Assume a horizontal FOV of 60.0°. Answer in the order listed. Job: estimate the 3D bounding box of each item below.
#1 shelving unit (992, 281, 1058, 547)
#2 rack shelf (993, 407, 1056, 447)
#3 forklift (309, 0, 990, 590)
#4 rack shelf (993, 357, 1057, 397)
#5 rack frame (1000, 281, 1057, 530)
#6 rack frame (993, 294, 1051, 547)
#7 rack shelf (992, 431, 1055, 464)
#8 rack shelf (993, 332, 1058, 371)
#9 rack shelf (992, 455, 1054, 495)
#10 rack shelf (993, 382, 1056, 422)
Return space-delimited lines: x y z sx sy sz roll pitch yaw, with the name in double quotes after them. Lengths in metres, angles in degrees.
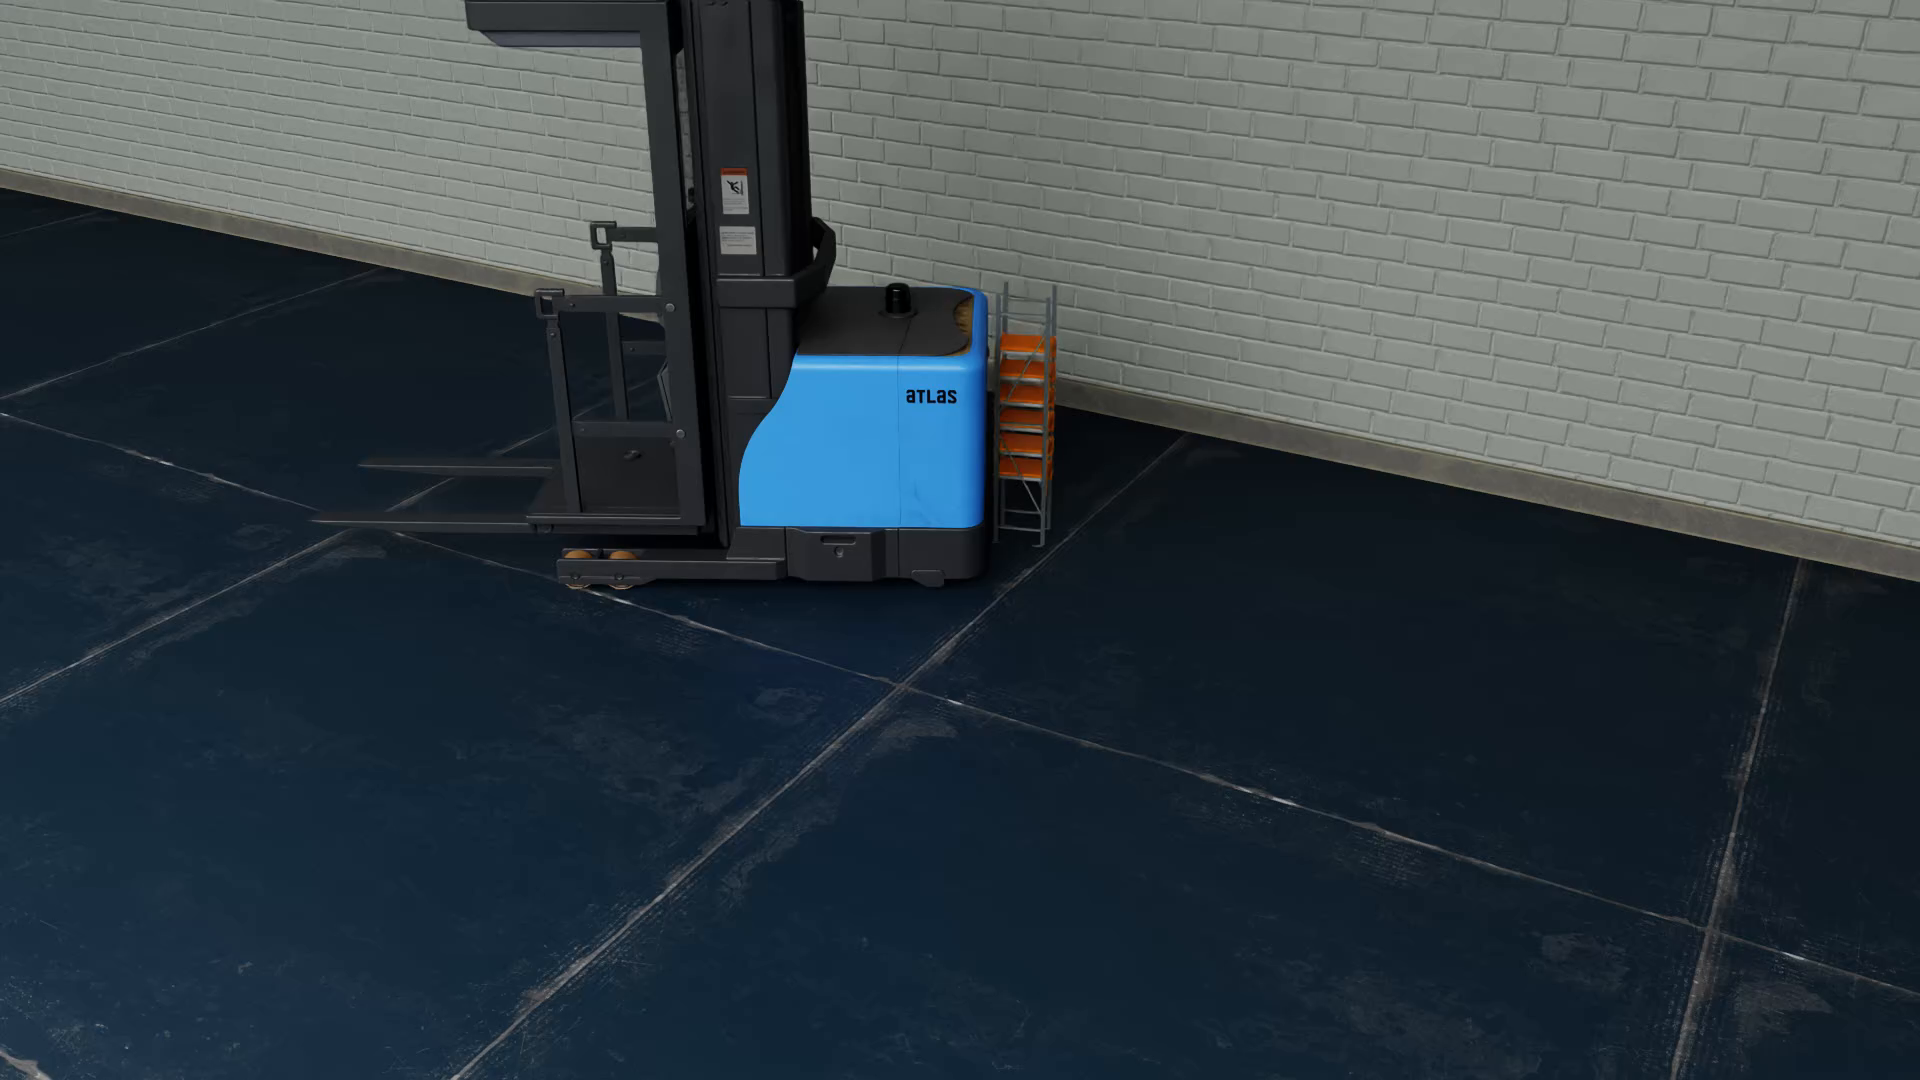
0.291 -0.555 7.518 0.258 1.200 0.189 5 27 10 "shelving unit"
0.291 -0.515 7.538 0.258 0.103 0.180 5 27 10 "rack shelf"
-1.385 -1.328 7.129 3.031 2.935 1.130 1 27 1 "forklift"
0.292 -0.730 7.430 0.258 0.103 0.180 5 27 10 "rack shelf"
0.310 -0.595 7.598 0.240 1.200 0.006 5 27 10 "rack frame"
0.273 -0.515 7.438 0.240 1.200 0.006 5 27 10 "rack frame"
0.291 -0.408 7.591 0.258 0.103 0.180 5 27 10 "rack shelf"
0.292 -0.837 7.376 0.258 0.103 0.180 5 27 10 "rack shelf"
0.291 -0.300 7.645 0.258 0.103 0.180 5 27 10 "rack shelf"
0.292 -0.622 7.484 0.258 0.103 0.180 5 27 10 "rack shelf"
